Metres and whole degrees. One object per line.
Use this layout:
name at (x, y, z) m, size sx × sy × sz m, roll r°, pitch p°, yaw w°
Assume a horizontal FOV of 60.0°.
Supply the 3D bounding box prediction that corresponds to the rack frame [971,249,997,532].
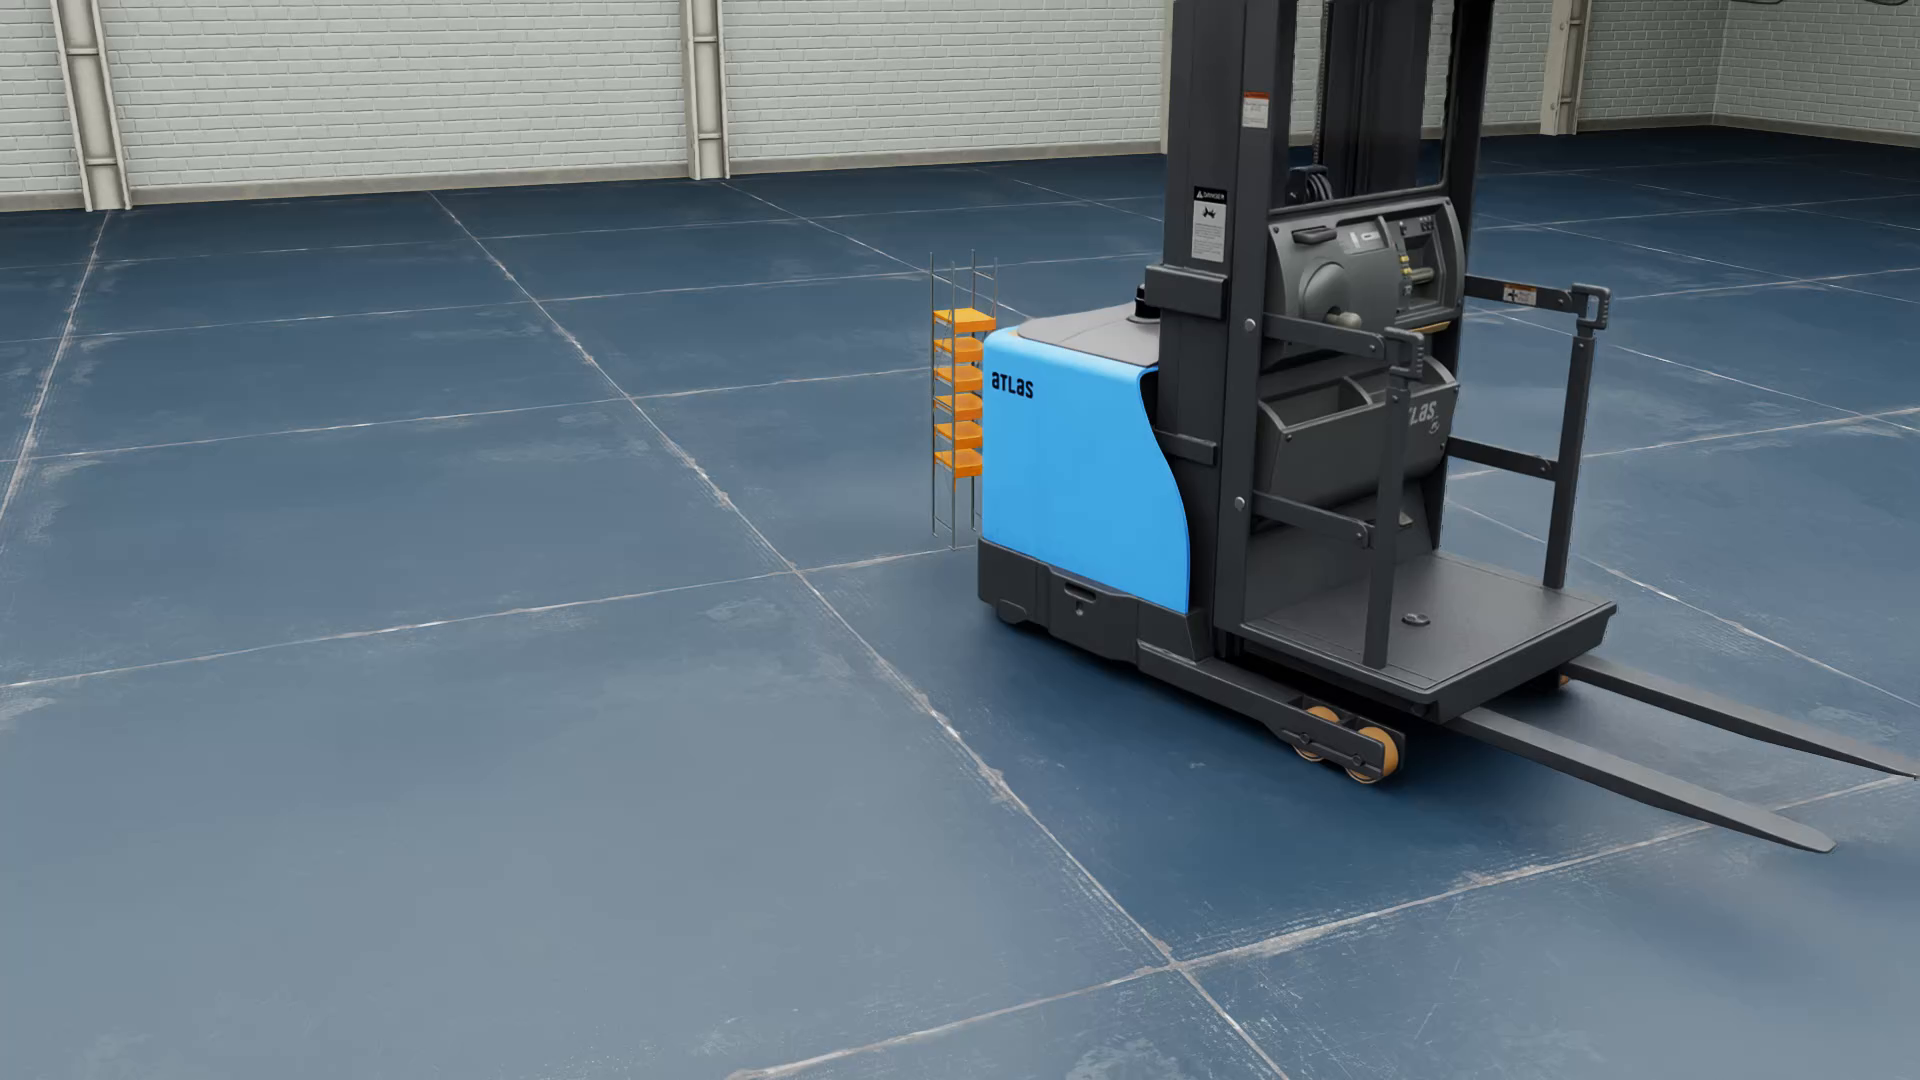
rack frame at (0.097, -0.580, 6.862) m, size 0.006 × 1.200 × 0.240 m, roll -8°, pitch 21°, yaw -22°

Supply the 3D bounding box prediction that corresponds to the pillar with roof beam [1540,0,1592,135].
pillar with roof beam at (9.942, -8.535, 17.712) m, size 0.400 × 9.000 × 9.100 m, roll -8°, pitch 21°, yaw -22°

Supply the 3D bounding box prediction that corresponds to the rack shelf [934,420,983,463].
rack shelf at (0.013, -0.413, 6.883) m, size 0.180 × 0.103 × 0.258 m, roll -8°, pitch 21°, yaw -22°

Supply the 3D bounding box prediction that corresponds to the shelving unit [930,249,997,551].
shelving unit at (0.013, -0.568, 6.828) m, size 0.189 × 1.200 × 0.258 m, roll -8°, pitch 21°, yaw -22°

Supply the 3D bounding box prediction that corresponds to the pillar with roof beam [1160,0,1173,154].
pillar with roof beam at (4.433, -7.746, 15.471) m, size 0.400 × 9.000 × 9.100 m, roll -8°, pitch 21°, yaw -22°

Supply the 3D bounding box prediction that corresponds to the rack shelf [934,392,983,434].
rack shelf at (0.013, -0.526, 6.843) m, size 0.180 × 0.103 × 0.258 m, roll -8°, pitch 21°, yaw -22°

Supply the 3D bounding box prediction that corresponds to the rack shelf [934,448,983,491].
rack shelf at (0.013, -0.300, 6.923) m, size 0.180 × 0.103 × 0.258 m, roll -8°, pitch 21°, yaw -22°

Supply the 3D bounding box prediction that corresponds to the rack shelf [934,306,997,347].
rack shelf at (0.013, -0.866, 6.723) m, size 0.180 × 0.103 × 0.258 m, roll -8°, pitch 21°, yaw -22°

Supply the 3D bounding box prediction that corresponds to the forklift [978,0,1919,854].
forklift at (1.413, -0.846, 5.010) m, size 1.130 × 2.935 × 3.031 m, roll -16°, pitch 25°, yaw -38°

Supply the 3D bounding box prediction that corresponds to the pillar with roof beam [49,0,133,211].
pillar with roof beam at (-6.586, -6.167, 10.987) m, size 0.400 × 9.000 × 9.100 m, roll -8°, pitch 21°, yaw -22°

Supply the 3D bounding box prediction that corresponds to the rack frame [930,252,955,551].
rack frame at (-0.071, -0.556, 6.794) m, size 0.006 × 1.200 × 0.240 m, roll -8°, pitch 21°, yaw -22°

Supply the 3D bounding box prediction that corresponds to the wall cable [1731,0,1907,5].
wall cable at (11.466, -8.367, 21.912) m, size 0.112 × 2.526 × 3.097 m, roll -8°, pitch 21°, yaw -22°

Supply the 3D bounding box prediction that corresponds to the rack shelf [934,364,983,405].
rack shelf at (0.013, -0.639, 6.803) m, size 0.180 × 0.103 × 0.258 m, roll -8°, pitch 21°, yaw -22°

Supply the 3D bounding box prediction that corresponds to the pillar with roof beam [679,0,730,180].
pillar with roof beam at (-1.076, -6.956, 13.229) m, size 0.400 × 9.000 × 9.100 m, roll -8°, pitch 21°, yaw -22°

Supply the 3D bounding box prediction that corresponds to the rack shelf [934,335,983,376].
rack shelf at (0.013, -0.752, 6.763) m, size 0.180 × 0.103 × 0.258 m, roll -8°, pitch 21°, yaw -22°
